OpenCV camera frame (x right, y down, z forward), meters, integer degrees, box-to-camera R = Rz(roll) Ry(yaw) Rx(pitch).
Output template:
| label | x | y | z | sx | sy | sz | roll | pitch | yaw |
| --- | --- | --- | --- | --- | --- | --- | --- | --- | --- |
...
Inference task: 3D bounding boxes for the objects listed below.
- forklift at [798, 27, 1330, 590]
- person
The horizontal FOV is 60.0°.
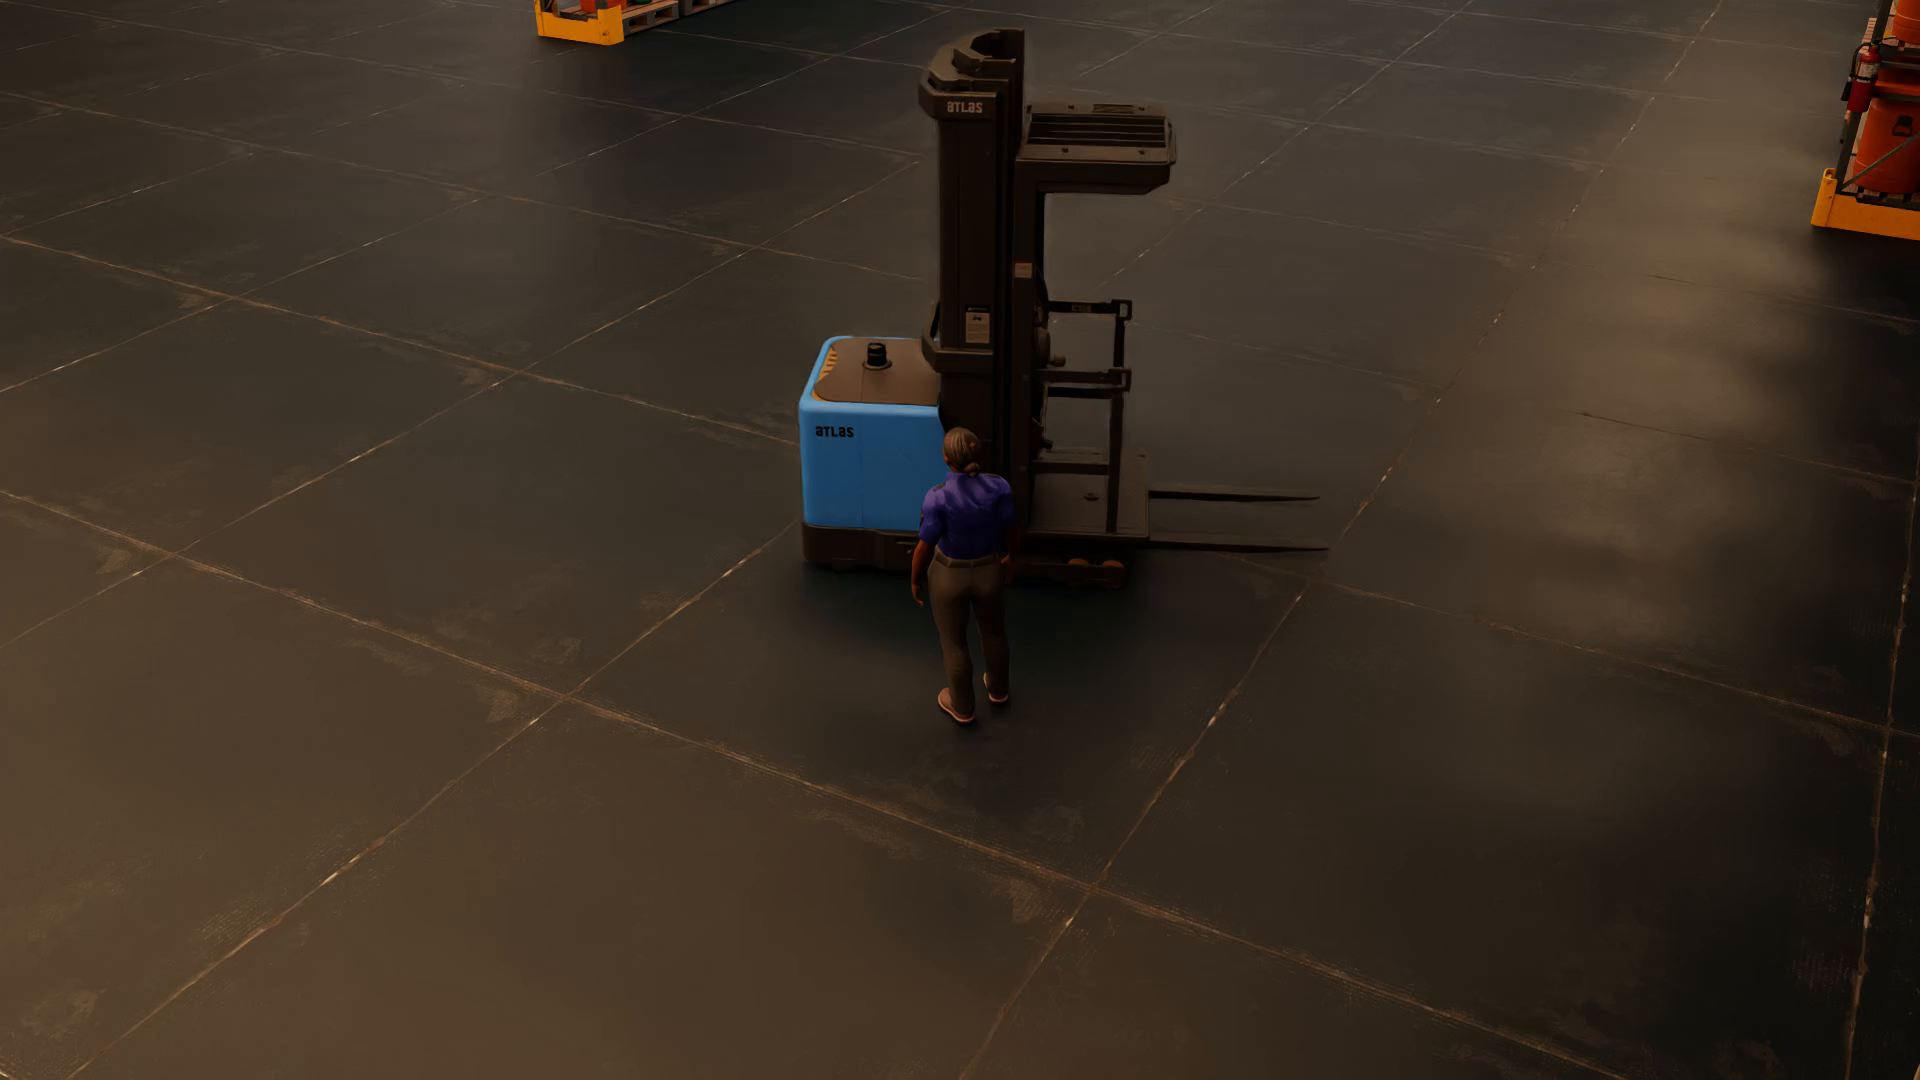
| label | x | y | z | sx | sy | sz | roll | pitch | yaw |
| --- | --- | --- | --- | --- | --- | --- | --- | --- | --- |
| forklift | 0.634 | -1.266 | 9.264 | 3.031 | 2.935 | 1.130 | 3 | 30 | 5 |
| person | 0.019 | 0.148 | 8.088 | 0.570 | 1.642 | 0.504 | -9 | 31 | -15 |
